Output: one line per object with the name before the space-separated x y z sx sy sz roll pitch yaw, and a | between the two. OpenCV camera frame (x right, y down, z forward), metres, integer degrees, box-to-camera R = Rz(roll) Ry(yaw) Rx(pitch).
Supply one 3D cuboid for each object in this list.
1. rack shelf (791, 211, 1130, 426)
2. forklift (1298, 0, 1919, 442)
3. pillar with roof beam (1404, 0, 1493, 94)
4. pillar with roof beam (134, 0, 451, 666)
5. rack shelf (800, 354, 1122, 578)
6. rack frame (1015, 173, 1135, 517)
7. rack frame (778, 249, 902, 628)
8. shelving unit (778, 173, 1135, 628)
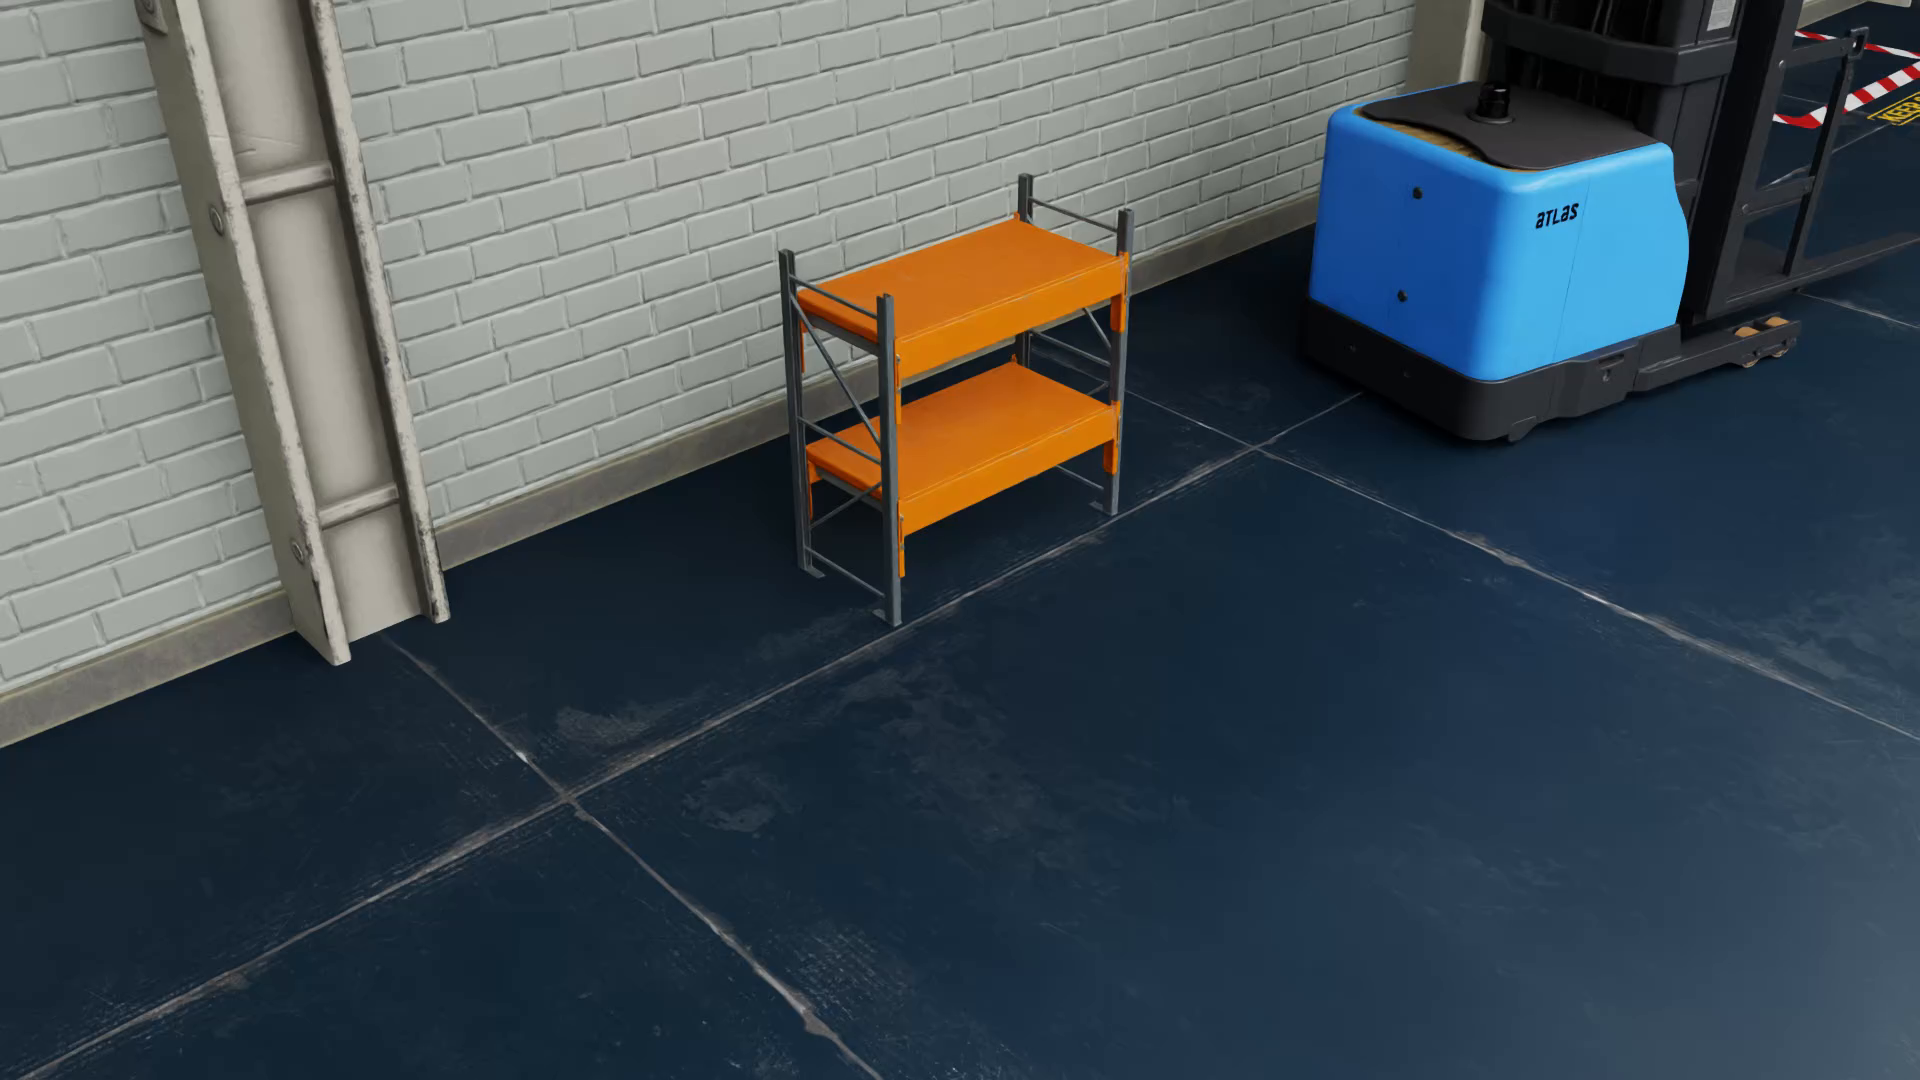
rack shelf | 0.005 -0.732 5.308 1.000 0.278 0.538 -26 40 -35
forklift | 2.933 -2.185 6.513 3.031 2.935 1.130 -18 36 -26
pillar with roof beam | 5.445 -4.060 3.764 0.400 9.000 9.100 -26 40 -35
pillar with roof beam | 1.045 -1.932 0.284 0.400 9.000 9.100 -26 40 -35
rack shelf | 0.005 -0.274 5.588 1.000 0.278 0.538 -26 40 -35
rack frame | 0.378 -0.663 5.755 0.032 1.125 0.500 -26 40 -35
rack frame | -0.368 -0.302 5.166 0.032 1.125 0.500 -26 40 -35
shelving unit | 0.005 -0.482 5.460 1.048 1.125 0.538 -26 40 -35
